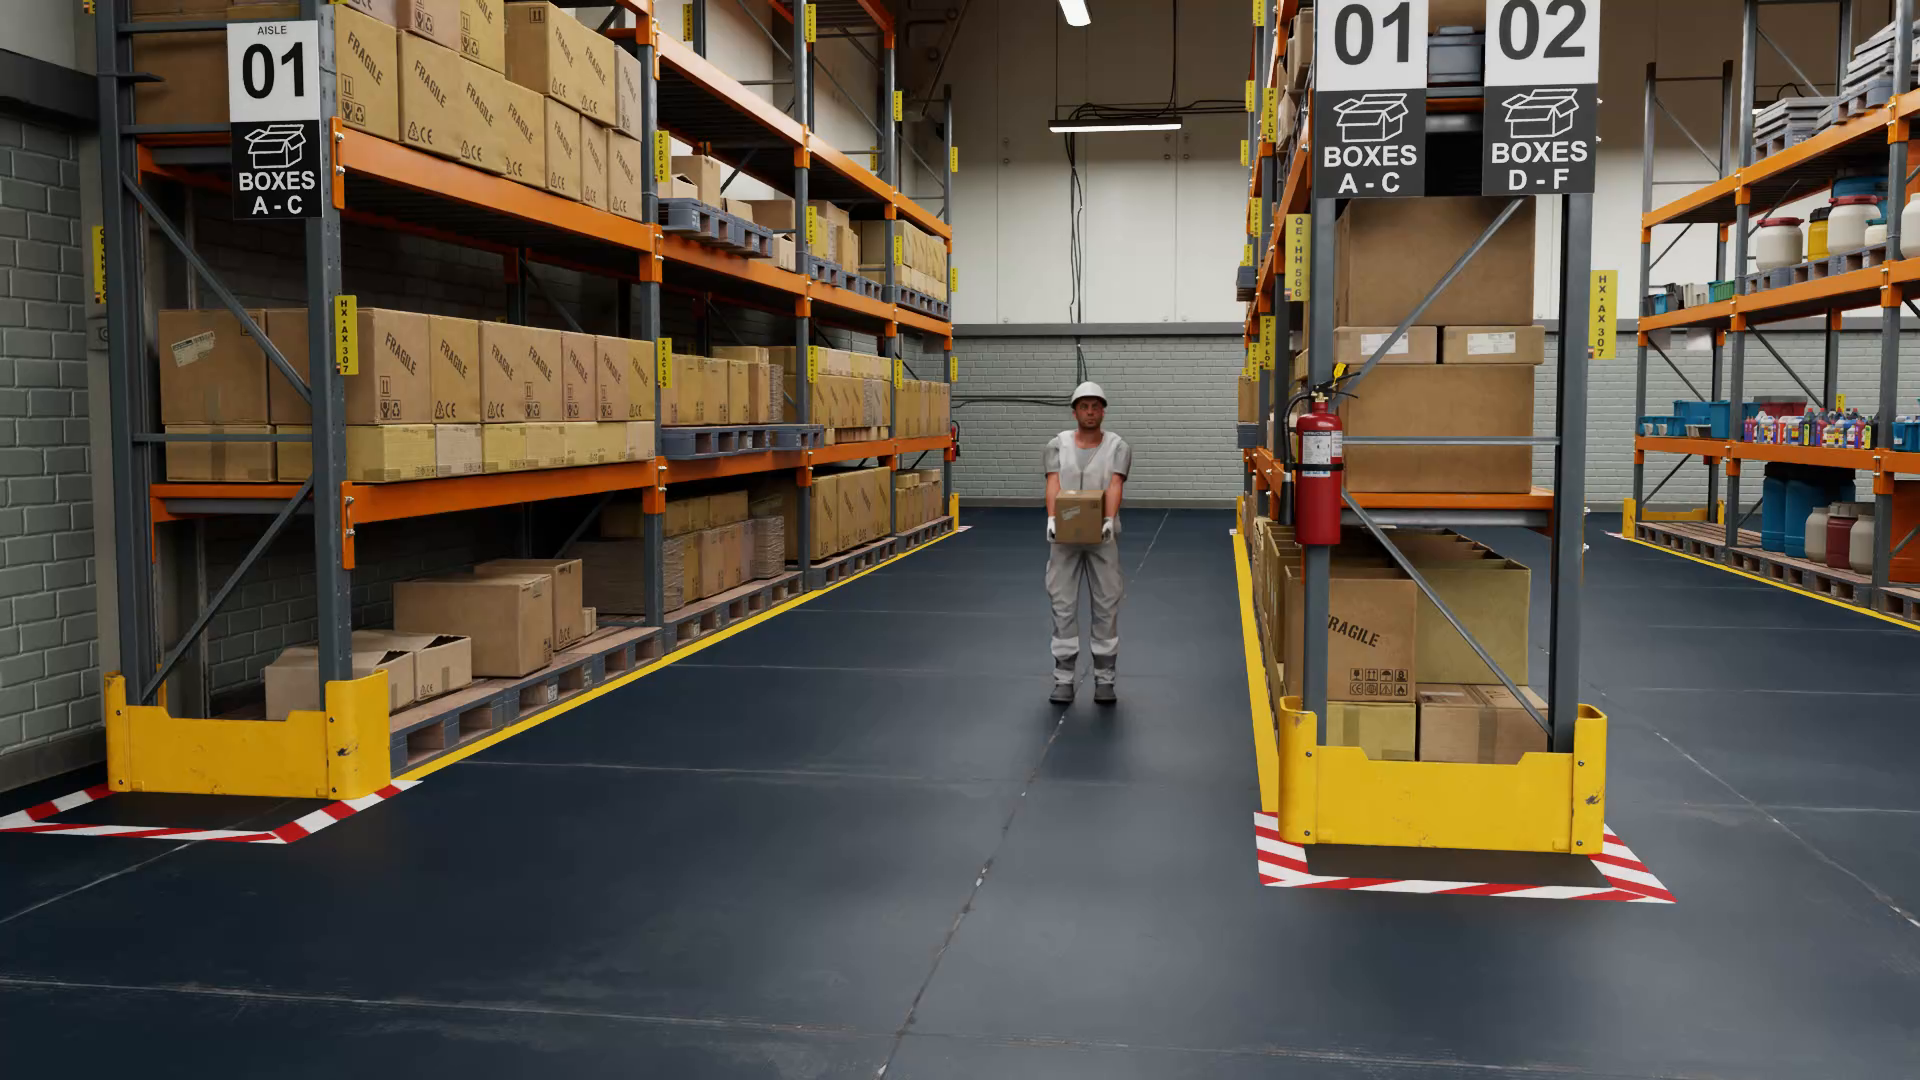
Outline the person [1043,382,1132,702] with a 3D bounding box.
[{"bbox_3d":[0.687,0.013,9.258,0.474,1.786,0.558,1,4,9],"label":"person"}]
